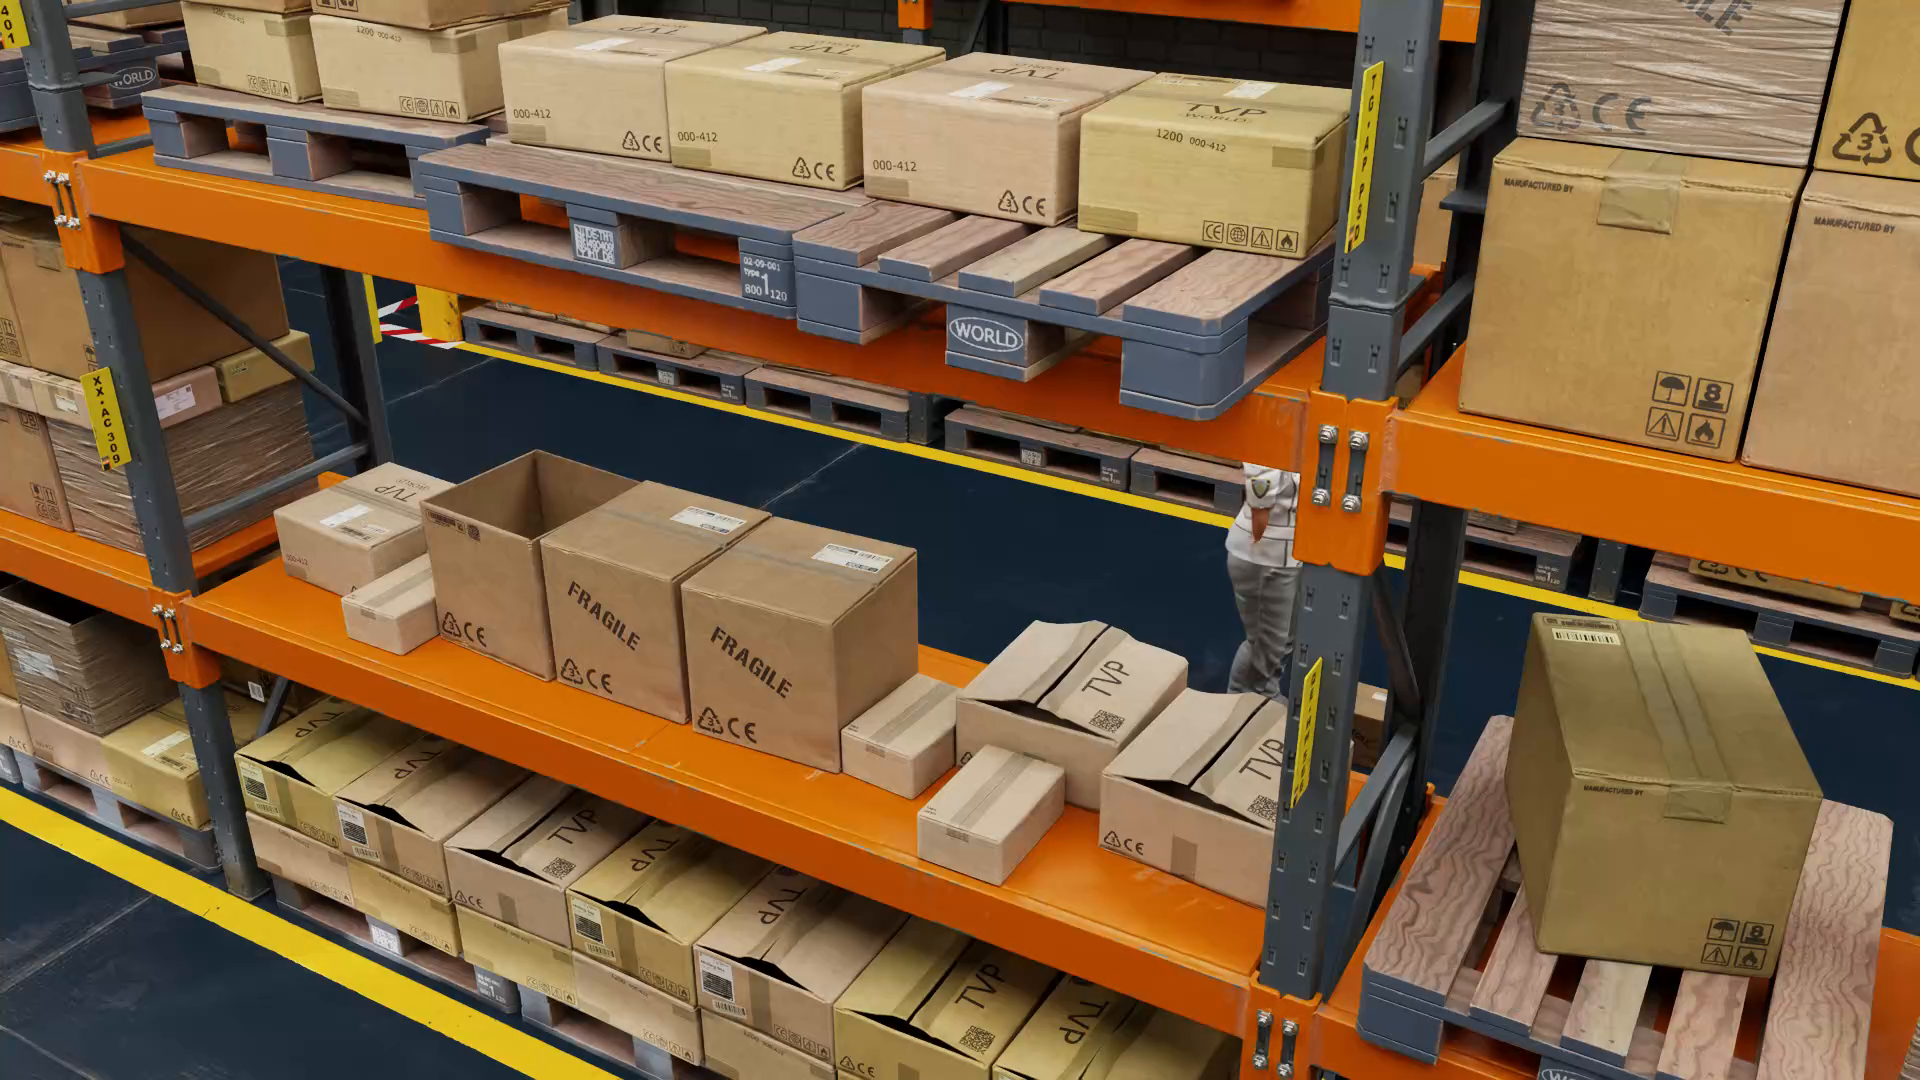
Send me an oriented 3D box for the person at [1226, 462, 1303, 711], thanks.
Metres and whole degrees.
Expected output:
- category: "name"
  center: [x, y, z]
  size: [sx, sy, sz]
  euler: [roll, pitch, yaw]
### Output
- category: "person"
  center: [1.340, 0.066, 7.010]
  size: [0.395, 1.656, 0.475]
  euler: [15, 30, 27]
